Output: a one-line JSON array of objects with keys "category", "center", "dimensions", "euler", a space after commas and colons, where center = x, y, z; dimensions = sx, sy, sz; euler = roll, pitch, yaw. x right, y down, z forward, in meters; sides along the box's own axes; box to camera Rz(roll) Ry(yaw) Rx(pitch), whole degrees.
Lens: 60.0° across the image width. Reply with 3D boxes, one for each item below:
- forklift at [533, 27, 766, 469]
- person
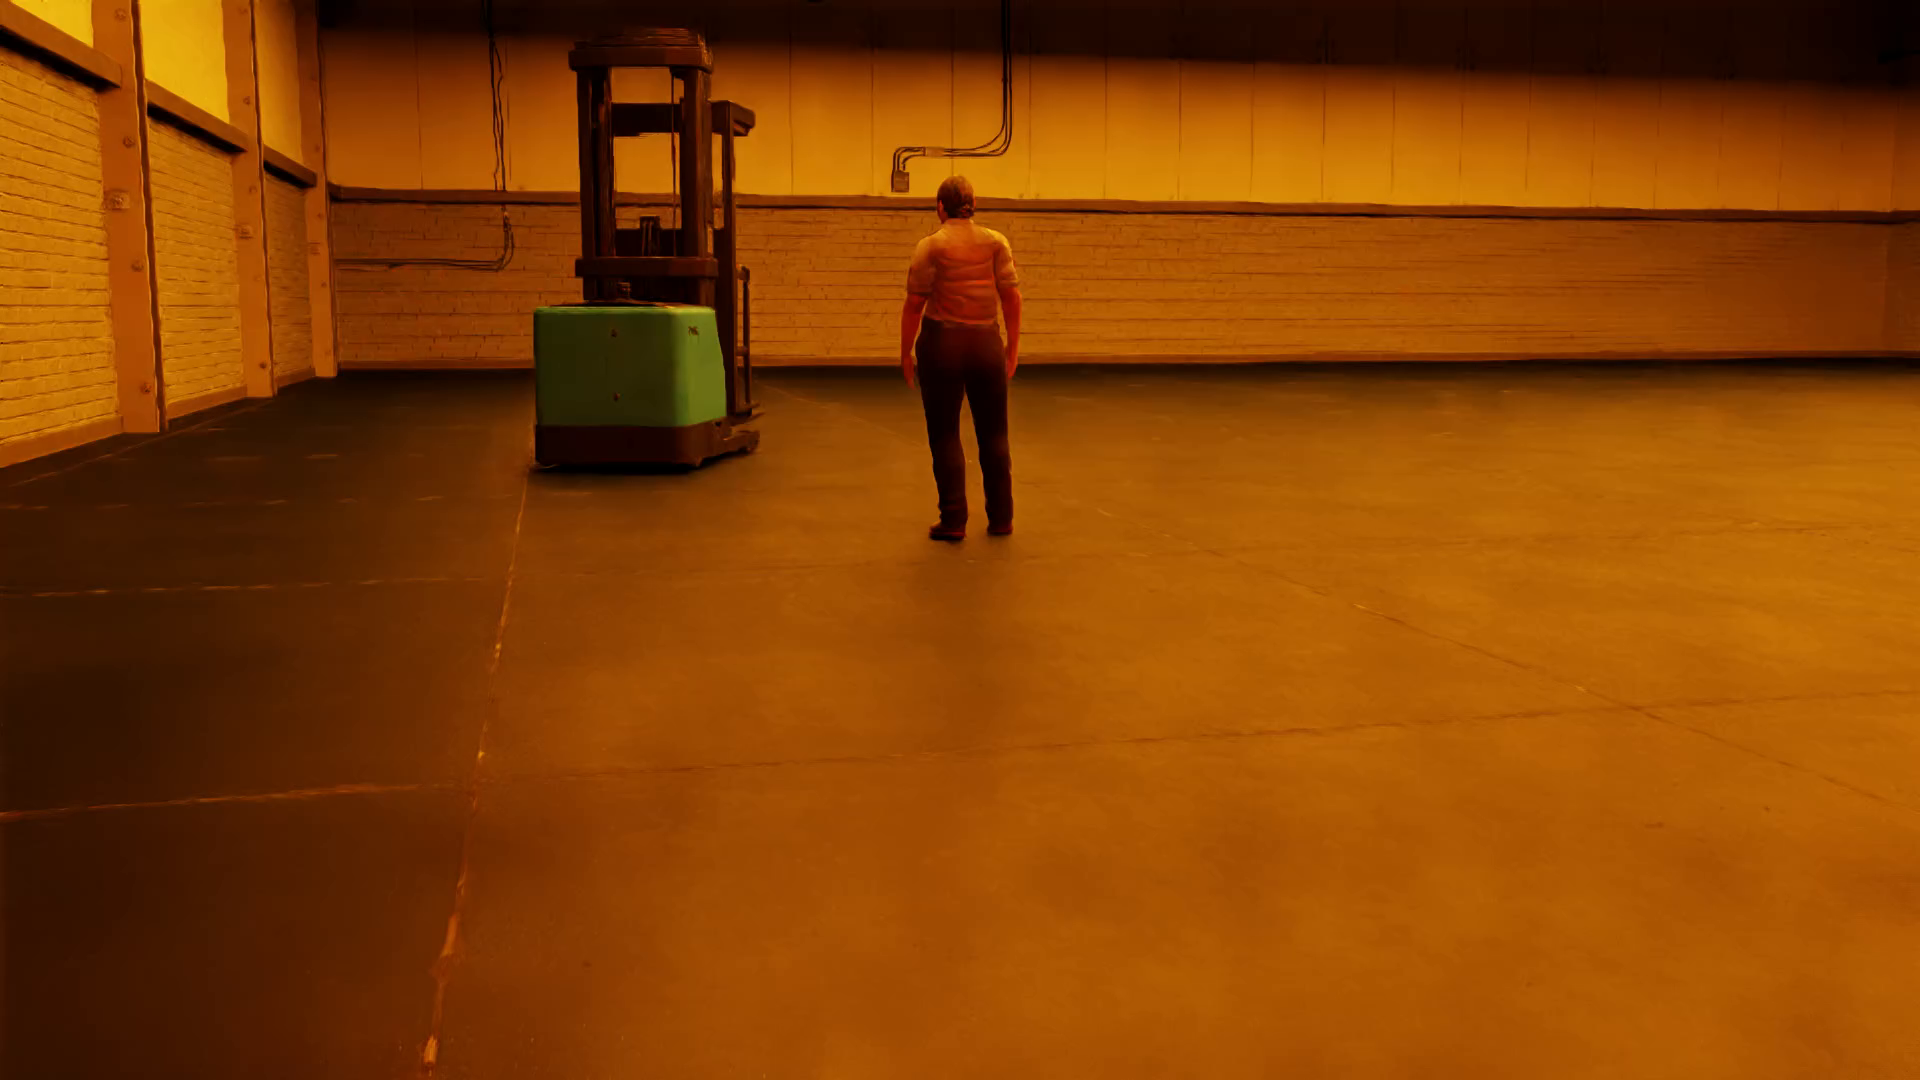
[{"category": "forklift", "center": [-2.102, -2.089, 12.054], "dimensions": [1.130, 2.935, 3.031], "euler": [1, 8, 6]}, {"category": "person", "center": [0.001, -0.836, 7.684], "dimensions": [0.599, 1.650, 0.502], "euler": [-2, 8, -13]}]
